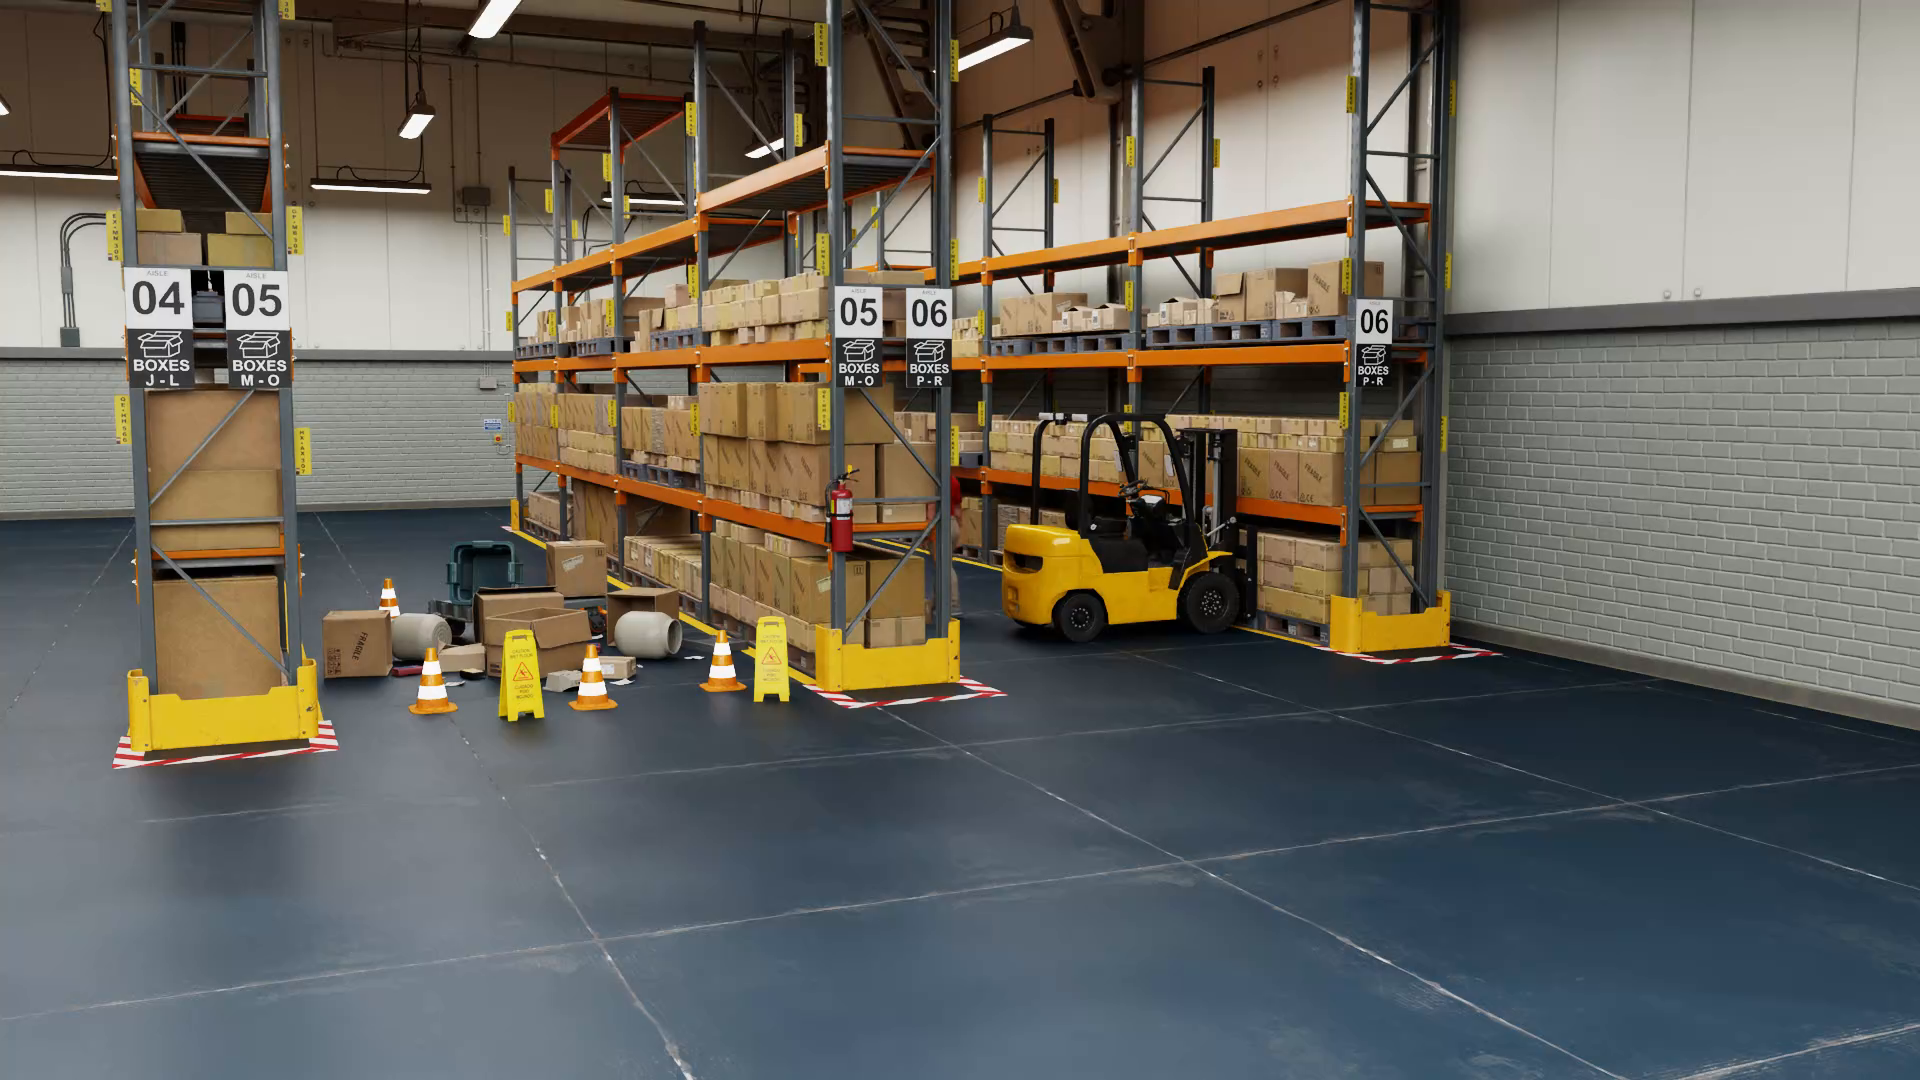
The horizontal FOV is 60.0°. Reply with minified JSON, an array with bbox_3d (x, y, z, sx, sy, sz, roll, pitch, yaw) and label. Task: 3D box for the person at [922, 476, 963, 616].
[{"bbox_3d":[-0.201,-0.063,17.502,0.633,1.715,0.604,3,6,31],"label":"person"}]
